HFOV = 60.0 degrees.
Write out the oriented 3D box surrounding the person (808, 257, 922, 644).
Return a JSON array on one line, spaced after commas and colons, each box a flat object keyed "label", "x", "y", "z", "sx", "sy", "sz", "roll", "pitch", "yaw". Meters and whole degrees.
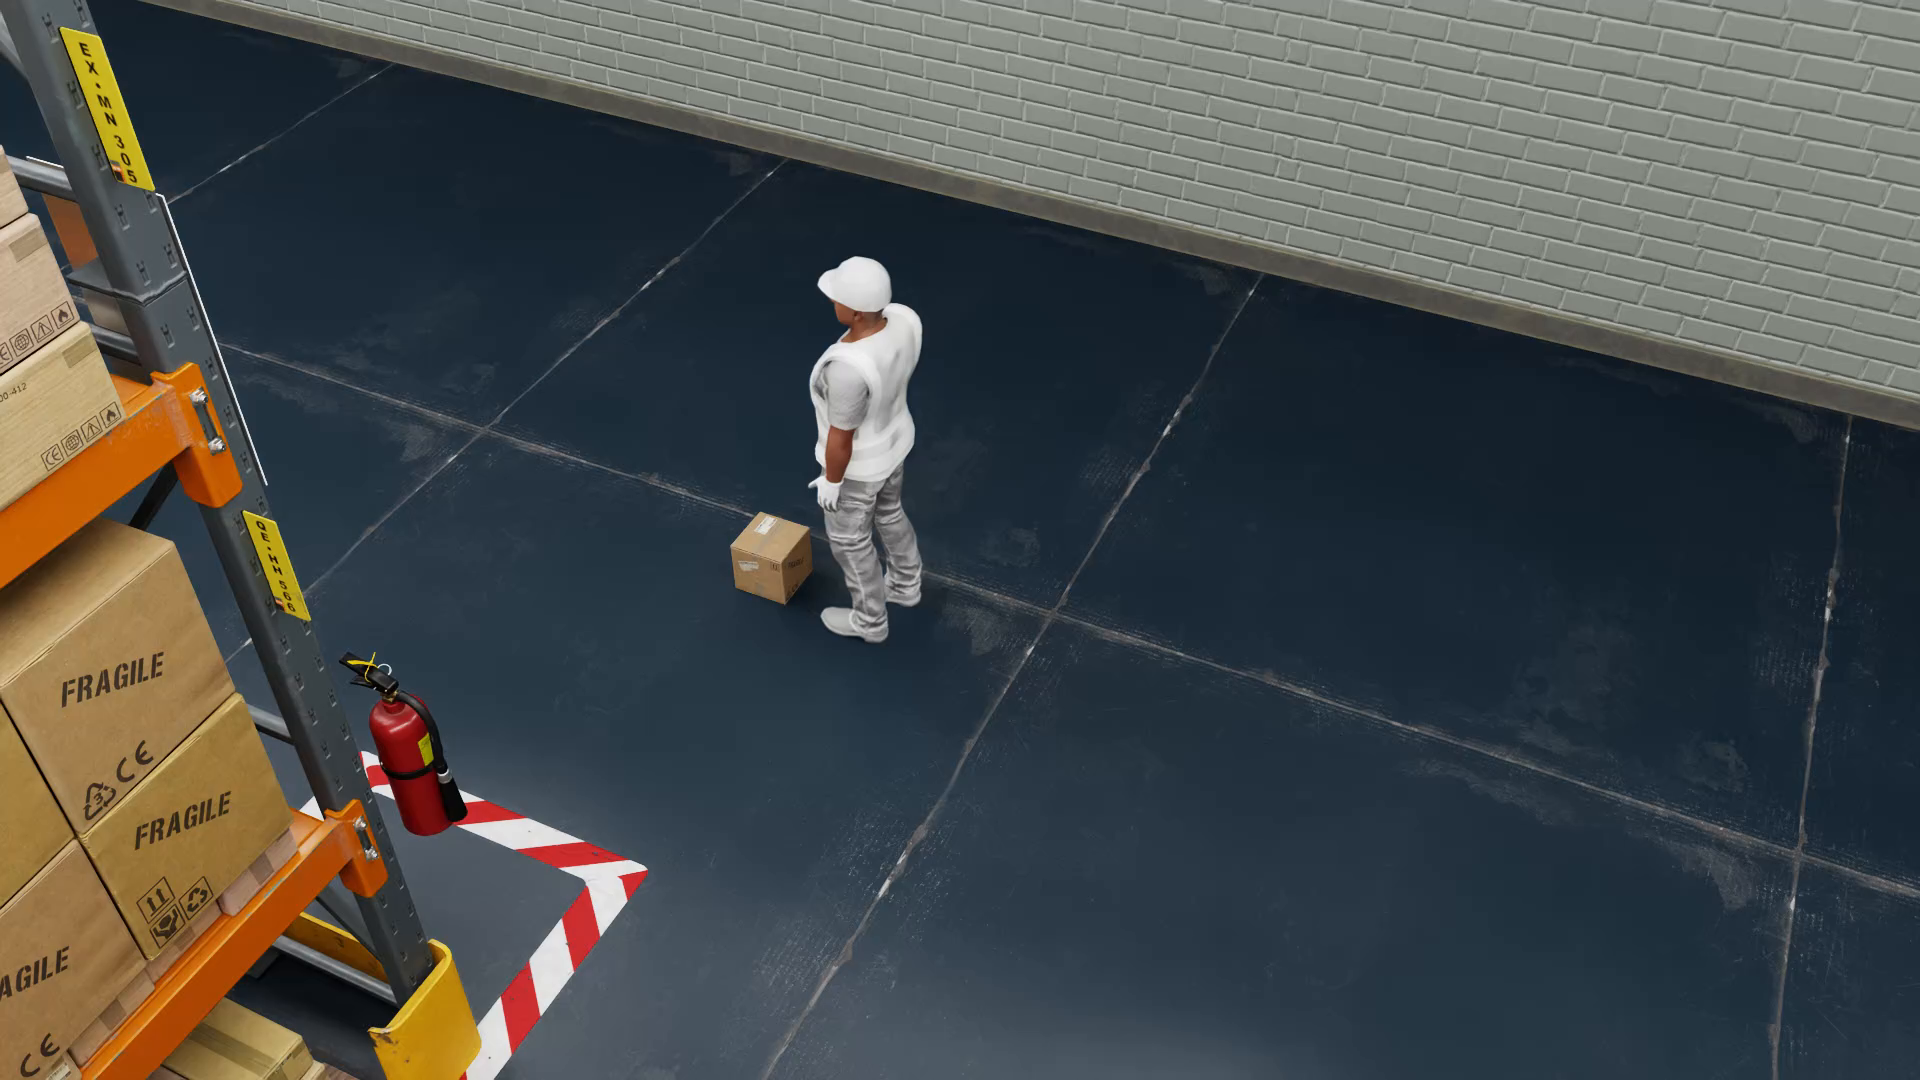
[{"label": "person", "x": -0.377, "y": -0.333, "z": 6.536, "sx": 0.361, "sy": 1.801, "sz": 0.545, "roll": 18, "pitch": 45, "yaw": 19}]
